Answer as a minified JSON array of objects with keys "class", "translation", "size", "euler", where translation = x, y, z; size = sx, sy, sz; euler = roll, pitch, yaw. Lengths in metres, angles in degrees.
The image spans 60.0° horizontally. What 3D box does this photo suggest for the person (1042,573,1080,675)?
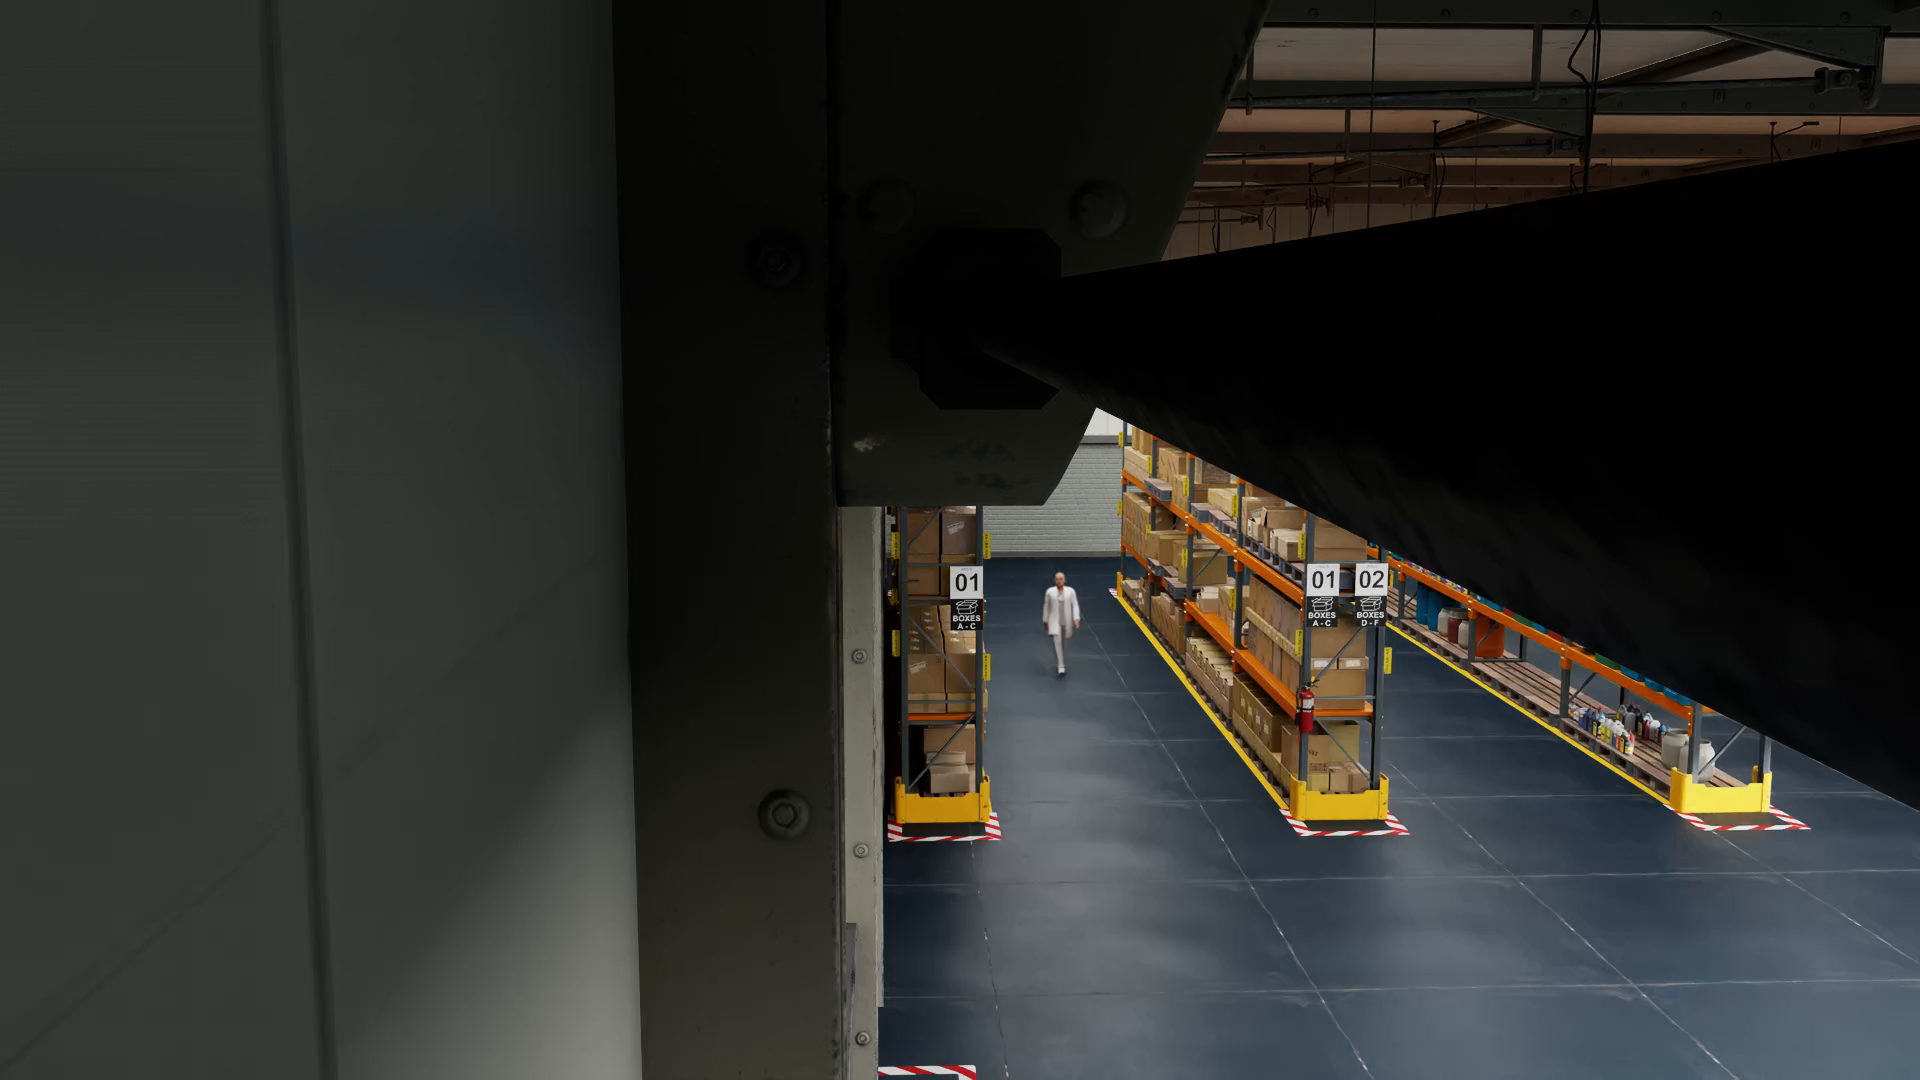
[{"class":"person","translation":[1.757,1.431,28.809],"size":[0.587,1.735,1.114],"euler":[-2,8,-12]}]
